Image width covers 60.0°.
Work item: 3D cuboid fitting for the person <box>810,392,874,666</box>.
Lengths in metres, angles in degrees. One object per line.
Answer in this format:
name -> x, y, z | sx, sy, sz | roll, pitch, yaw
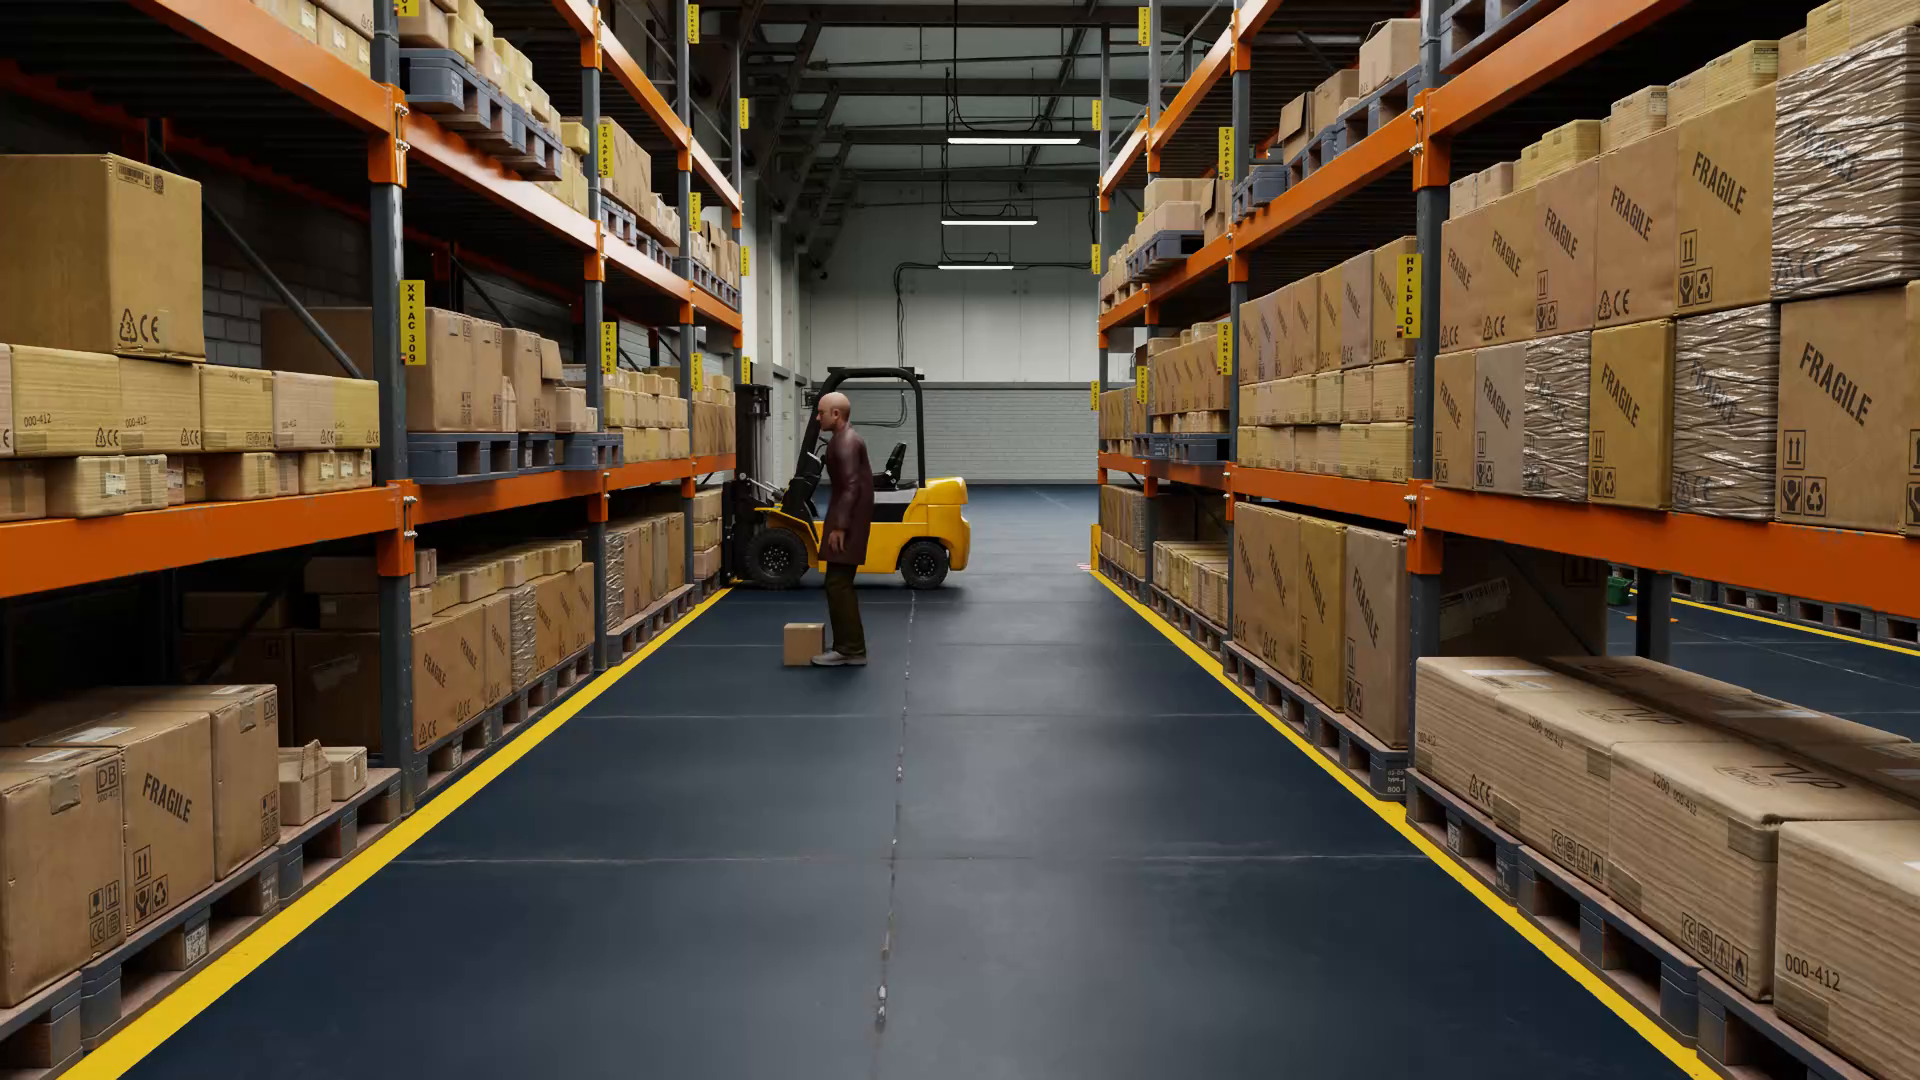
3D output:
person -> -0.772, -0.075, 10.877 | 0.422, 1.774, 0.653 | 0, 4, -5
